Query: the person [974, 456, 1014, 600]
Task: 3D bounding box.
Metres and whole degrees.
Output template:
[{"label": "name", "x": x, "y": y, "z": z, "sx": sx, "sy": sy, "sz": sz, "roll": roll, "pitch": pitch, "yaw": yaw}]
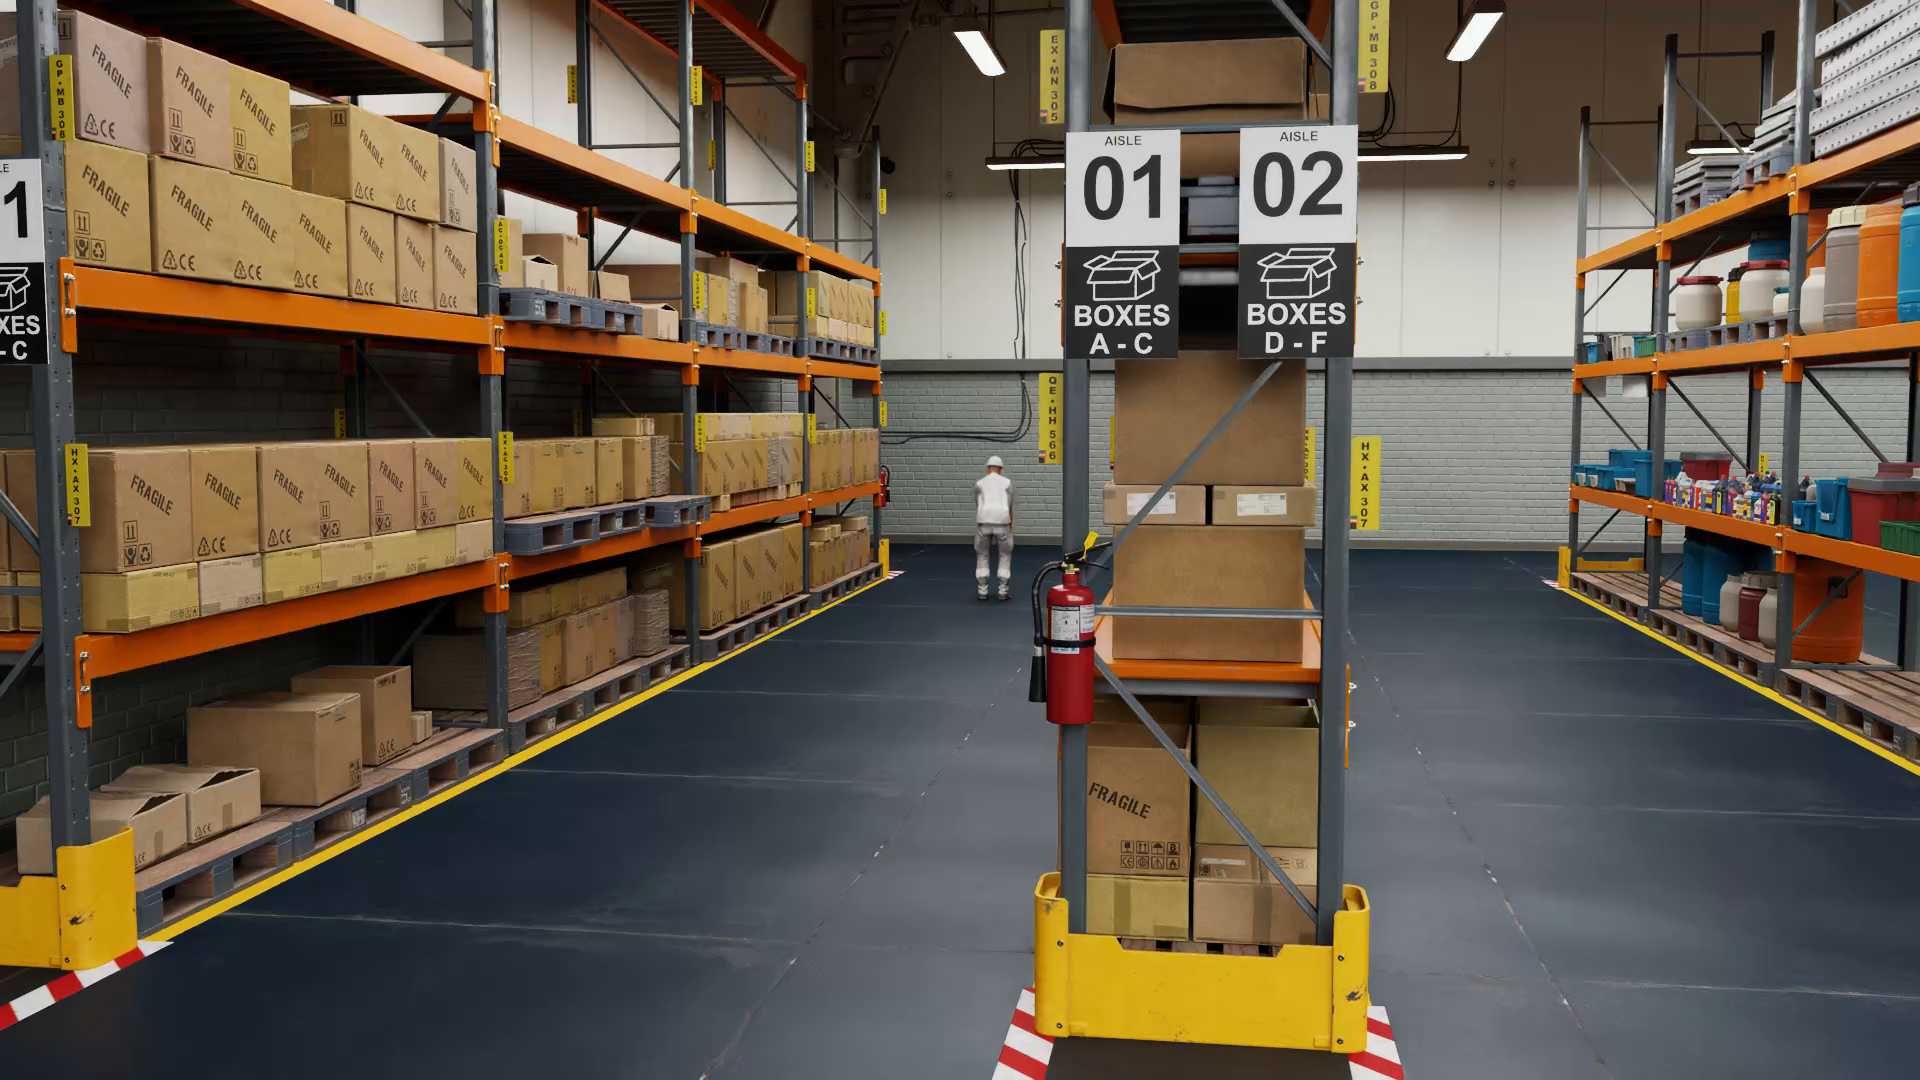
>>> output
[{"label": "person", "x": 0.405, "y": -0.153, "z": 19.853, "sx": 0.488, "sy": 1.702, "sz": 0.638, "roll": 1, "pitch": 4, "yaw": 8}]
